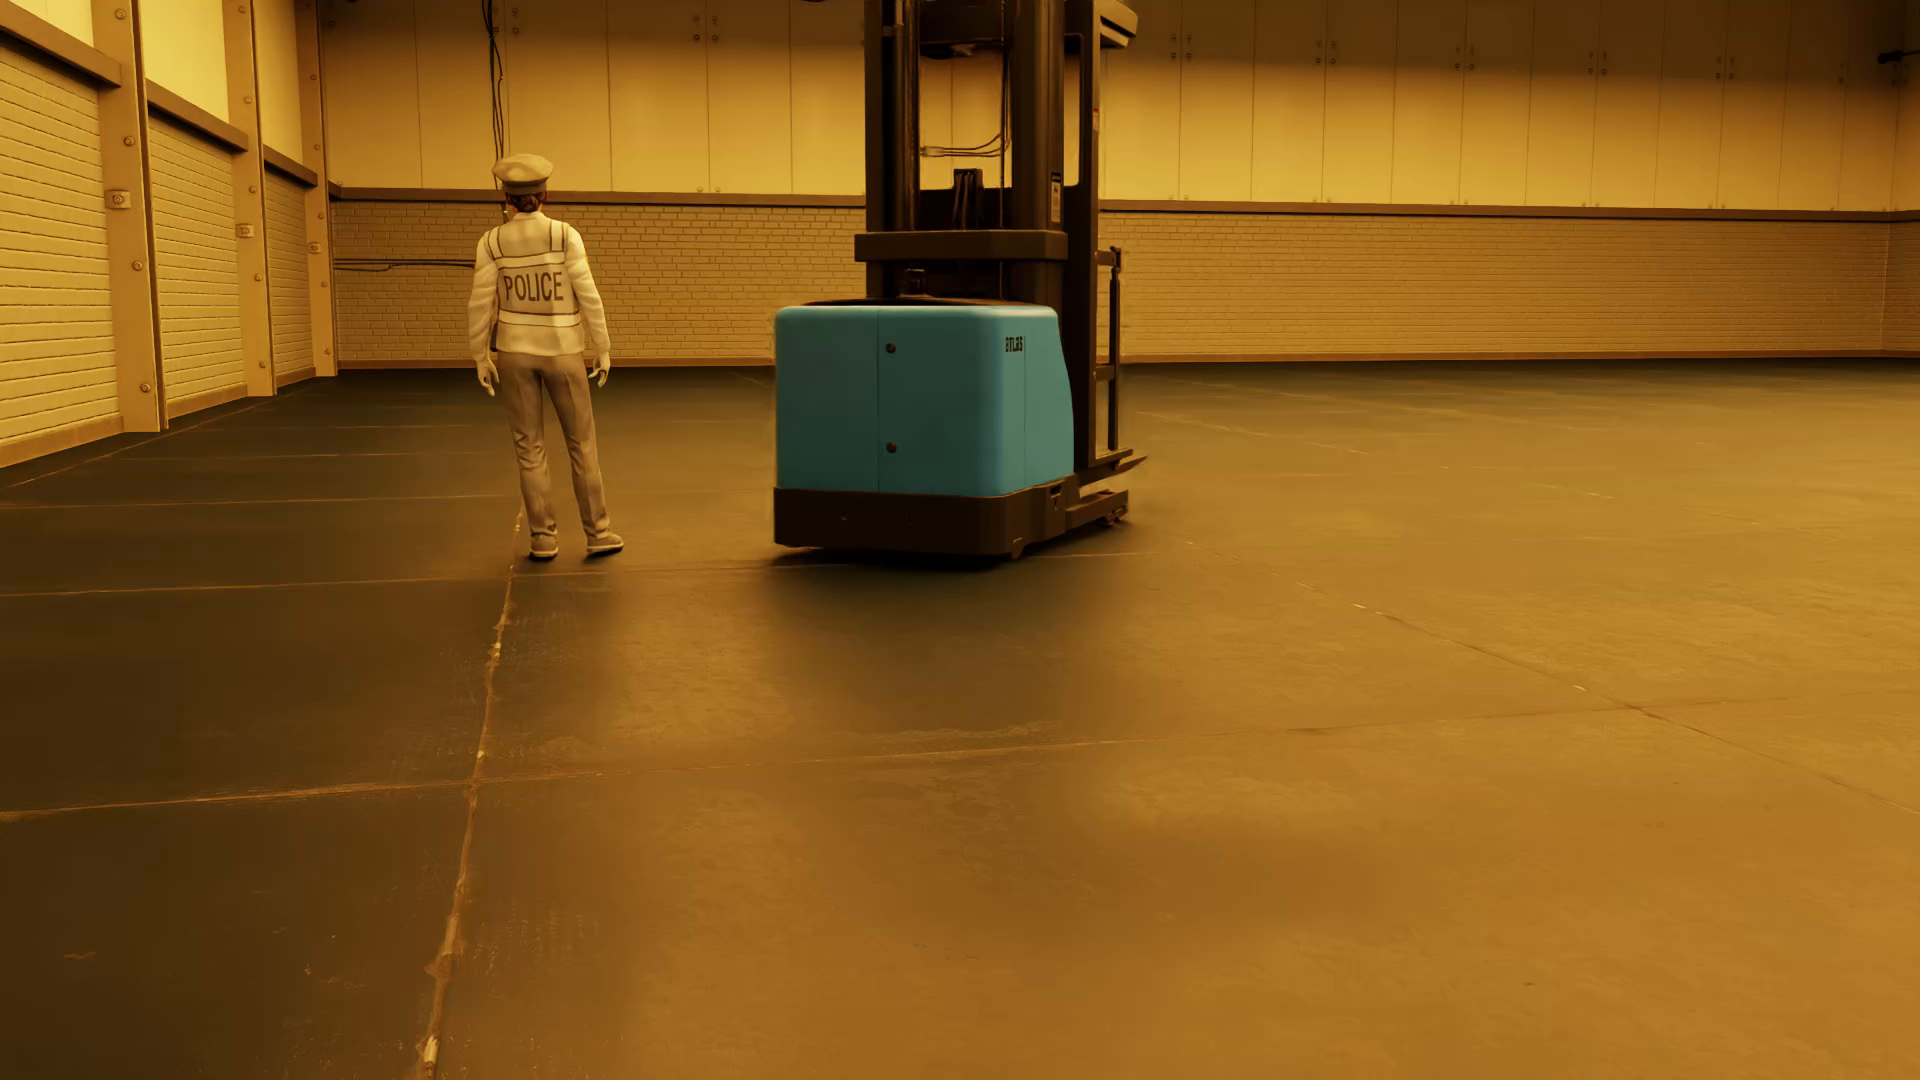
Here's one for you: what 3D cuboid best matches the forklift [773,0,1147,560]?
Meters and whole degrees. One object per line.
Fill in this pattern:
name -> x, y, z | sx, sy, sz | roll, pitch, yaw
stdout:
forklift -> 0.208, -1.534, 8.089 | 1.130, 2.935, 3.031 | 3, 9, 21

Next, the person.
person -> -1.770, -0.773, 7.065 | 0.588, 1.696, 0.530 | -1, 8, -6
